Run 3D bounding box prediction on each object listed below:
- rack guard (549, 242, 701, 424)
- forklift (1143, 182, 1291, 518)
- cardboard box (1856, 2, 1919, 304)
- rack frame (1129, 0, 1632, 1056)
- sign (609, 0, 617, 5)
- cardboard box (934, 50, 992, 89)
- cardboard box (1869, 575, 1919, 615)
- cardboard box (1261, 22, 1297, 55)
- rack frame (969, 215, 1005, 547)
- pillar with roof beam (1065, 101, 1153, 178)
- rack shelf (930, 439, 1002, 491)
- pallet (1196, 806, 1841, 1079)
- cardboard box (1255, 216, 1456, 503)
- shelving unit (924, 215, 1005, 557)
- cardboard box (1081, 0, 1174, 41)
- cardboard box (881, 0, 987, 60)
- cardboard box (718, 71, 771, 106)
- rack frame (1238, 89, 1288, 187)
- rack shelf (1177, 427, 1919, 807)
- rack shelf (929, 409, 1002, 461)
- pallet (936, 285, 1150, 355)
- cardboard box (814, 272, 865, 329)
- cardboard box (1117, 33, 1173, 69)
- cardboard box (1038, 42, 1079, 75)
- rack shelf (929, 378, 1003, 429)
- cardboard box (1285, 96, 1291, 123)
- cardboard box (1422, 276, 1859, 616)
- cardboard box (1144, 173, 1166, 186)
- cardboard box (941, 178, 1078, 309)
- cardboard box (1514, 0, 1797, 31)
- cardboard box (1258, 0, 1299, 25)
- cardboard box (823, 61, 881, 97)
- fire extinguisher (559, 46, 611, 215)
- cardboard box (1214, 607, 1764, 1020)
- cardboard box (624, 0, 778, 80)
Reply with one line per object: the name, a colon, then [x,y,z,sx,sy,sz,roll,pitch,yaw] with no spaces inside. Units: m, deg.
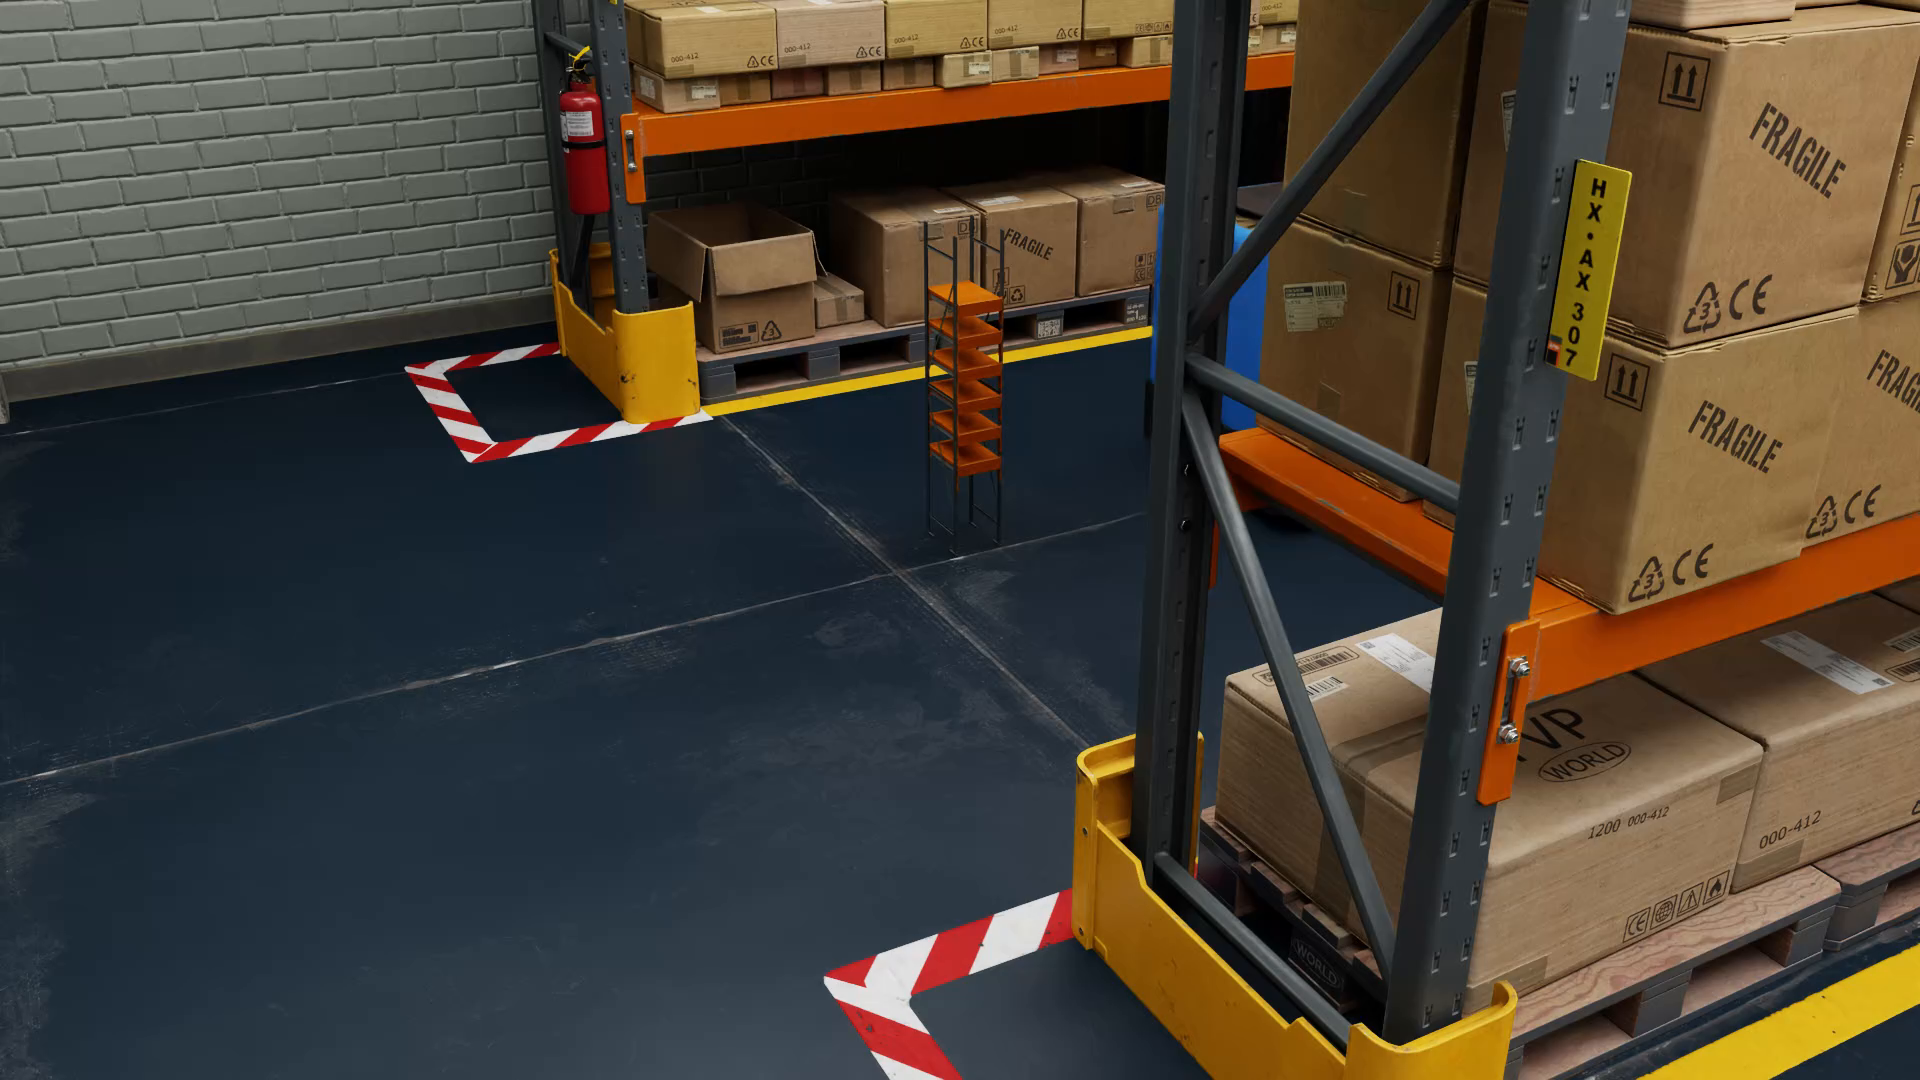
rack guard: [-1.567,-0.982,7.717,0.348,0.500,1.175,-13,29,-25]
forklift: [2.330,-1.815,6.643,3.031,2.935,1.130,-12,28,-23]
cardboard box: [1.715,-0.791,3.161,0.500,0.500,0.500,-14,29,-26]
rack frame: [0.705,-0.198,3.197,0.127,3.000,1.000,-13,29,-25]
sign: [-1.378,-2.276,6.525,0.005,0.325,0.100,-13,29,-25]
cardboard box: [-0.054,-2.186,7.627,0.250,0.149,0.380,-14,29,-27]
cardboard box: [2.841,0.222,4.797,0.875,0.438,0.875,-14,29,-27]
cardboard box: [1.514,-2.572,8.431,0.250,0.149,0.380,-12,28,-24]
rack frame: [0.094,-0.562,6.035,0.006,1.200,0.240,-13,29,-25]
pillar with roof beam: [2.883,-4.171,4.540,0.400,9.000,9.100,-13,29,-25]
rack shelf: [0.013,-0.287,6.120,0.180,0.103,0.258,-13,29,-25]
pallet: [1.374,0.866,4.202,1.213,0.211,1.003,-13,29,-25]
cardboard box: [1.006,-0.443,3.591,0.500,0.500,0.500,-13,28,-25]
shelving unit: [0.013,-0.544,5.996,0.189,1.200,0.258,-13,29,-25]
cardboard box: [0.680,-2.573,7.974,0.500,0.250,0.500,-13,29,-25]
cardboard box: [-0.216,-2.356,7.522,0.500,0.250,0.500,-14,29,-26]
cardboard box: [-1.012,-2.012,7.264,0.250,0.149,0.380,-12,28,-24]
rack frame: [1.896,-2.908,8.841,0.127,3.000,1.000,-13,29,-25]
rack shelf: [2.470,-0.281,4.202,4.000,0.370,1.077,-13,29,-25]
rack shelf: [0.013,-0.396,6.068,0.180,0.103,0.258,-13,29,-25]
pallet: [0.211,-1.261,8.633,1.213,0.211,1.003,-13,29,-25]
cardboard box: [-0.656,-1.157,8.004,0.250,0.149,0.380,-14,29,-27]
cardboard box: [0.839,-2.404,8.082,0.250,0.149,0.380,-13,29,-26]
cardboard box: [0.363,-2.326,7.919,0.250,0.149,0.380,-13,29,-25]
rack shelf: [0.013,-0.504,6.016,0.180,0.103,0.258,-13,29,-25]
cardboard box: [2.085,-2.448,9.536,0.250,0.149,0.380,-14,29,-27]
cardboard box: [1.264,-0.232,3.151,0.500,0.500,0.500,-13,29,-25]
cardboard box: [1.202,-1.841,9.240,0.500,0.311,0.500,-12,28,-23]
cardboard box: [0.237,-1.473,8.255,0.500,0.500,0.500,-12,28,-24]
cardboard box: [1.149,-0.953,2.749,0.250,0.149,0.380,-12,28,-24]
cardboard box: [1.561,-2.778,8.399,0.500,0.250,0.500,-12,28,-24]
cardboard box: [-0.545,-2.107,7.462,0.250,0.149,0.380,-12,28,-23]
fire extinguisher: [-1.546,-1.684,6.812,0.183,0.674,0.296,-13,29,-25]
cardboard box: [1.241,0.595,4.021,0.875,0.438,0.875,-14,29,-27]
cardboard box: [-1.107,-2.149,7.090,0.500,0.250,0.500,-13,28,-25]
